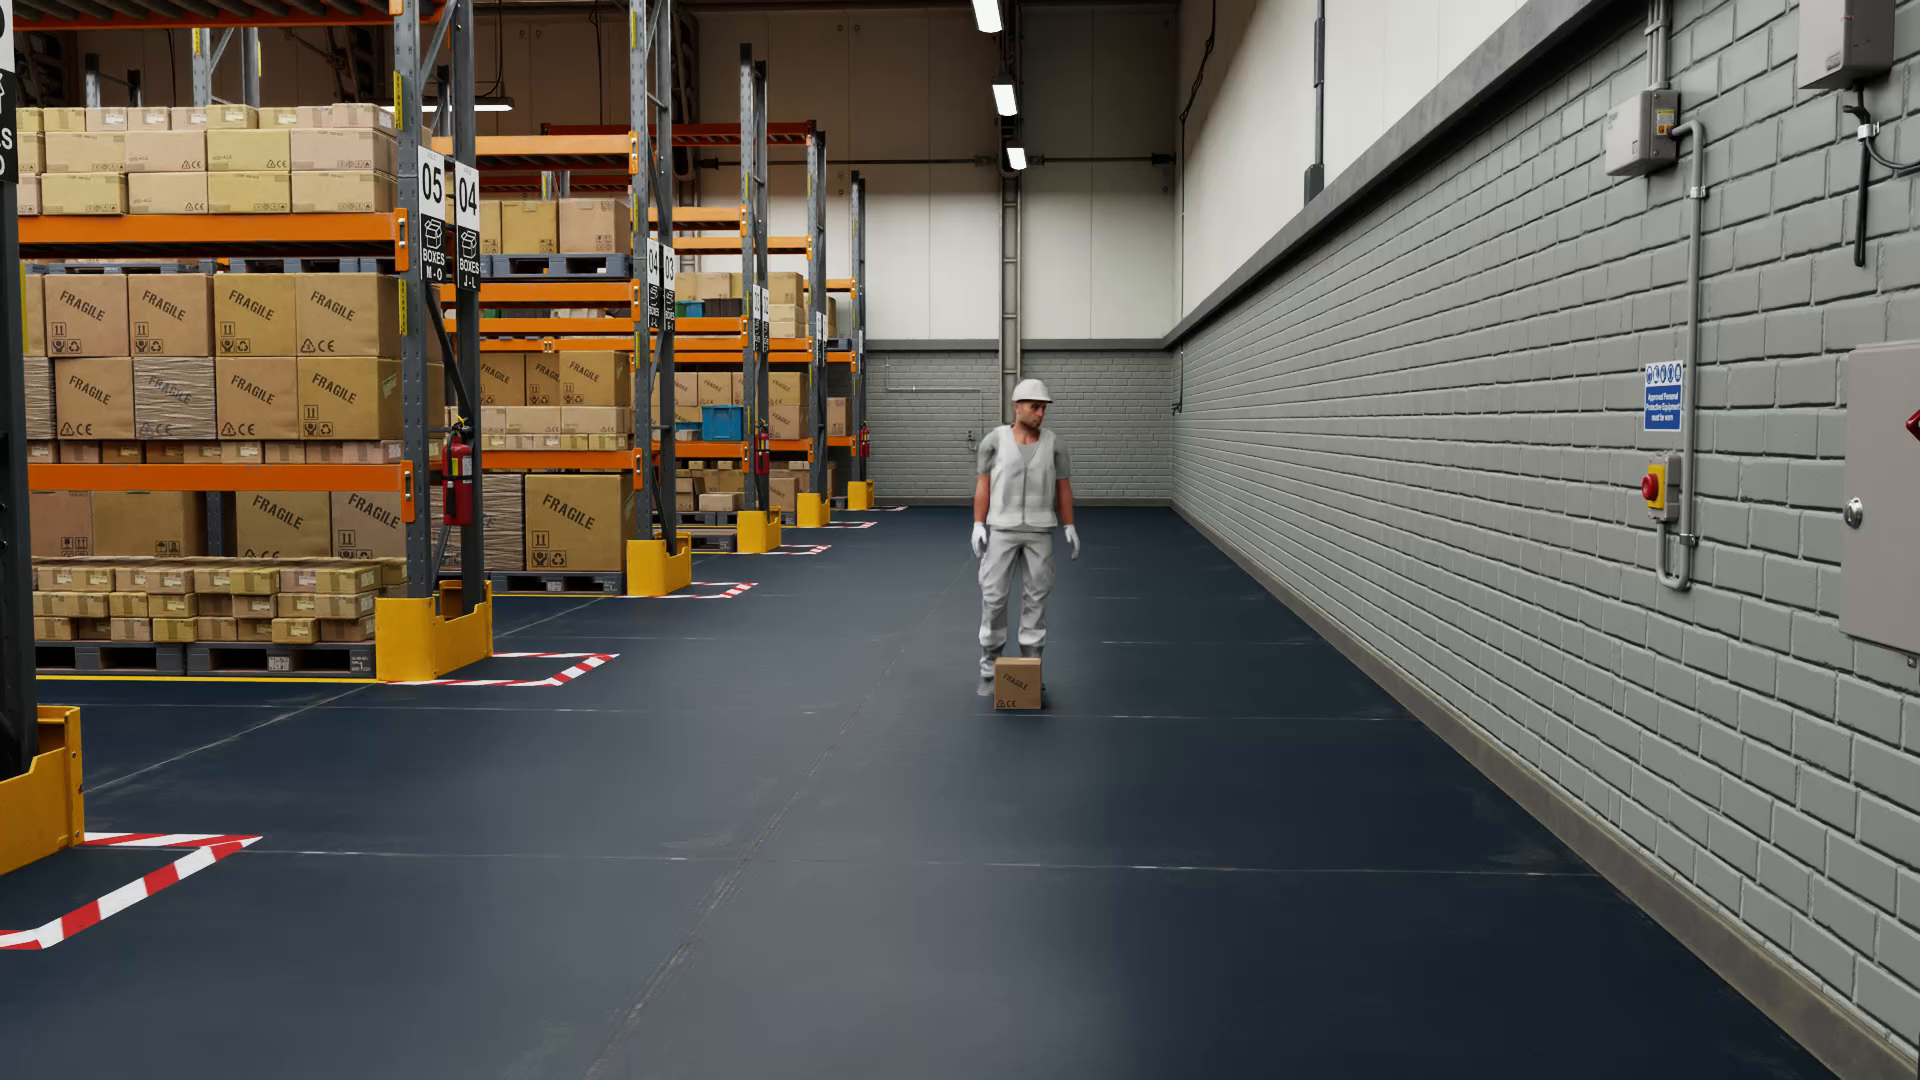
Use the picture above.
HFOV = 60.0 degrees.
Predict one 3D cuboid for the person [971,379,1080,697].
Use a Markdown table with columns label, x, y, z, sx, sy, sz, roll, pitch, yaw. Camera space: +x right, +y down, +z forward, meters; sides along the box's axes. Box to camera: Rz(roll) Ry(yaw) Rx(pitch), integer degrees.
| label | x | y | z | sx | sy | sz | roll | pitch | yaw |
| --- | --- | --- | --- | --- | --- | --- | --- | --- | --- |
| person | 0.377 | 0.002 | 9.541 | 0.630 | 1.849 | 0.401 | 0 | 4 | -4 |
